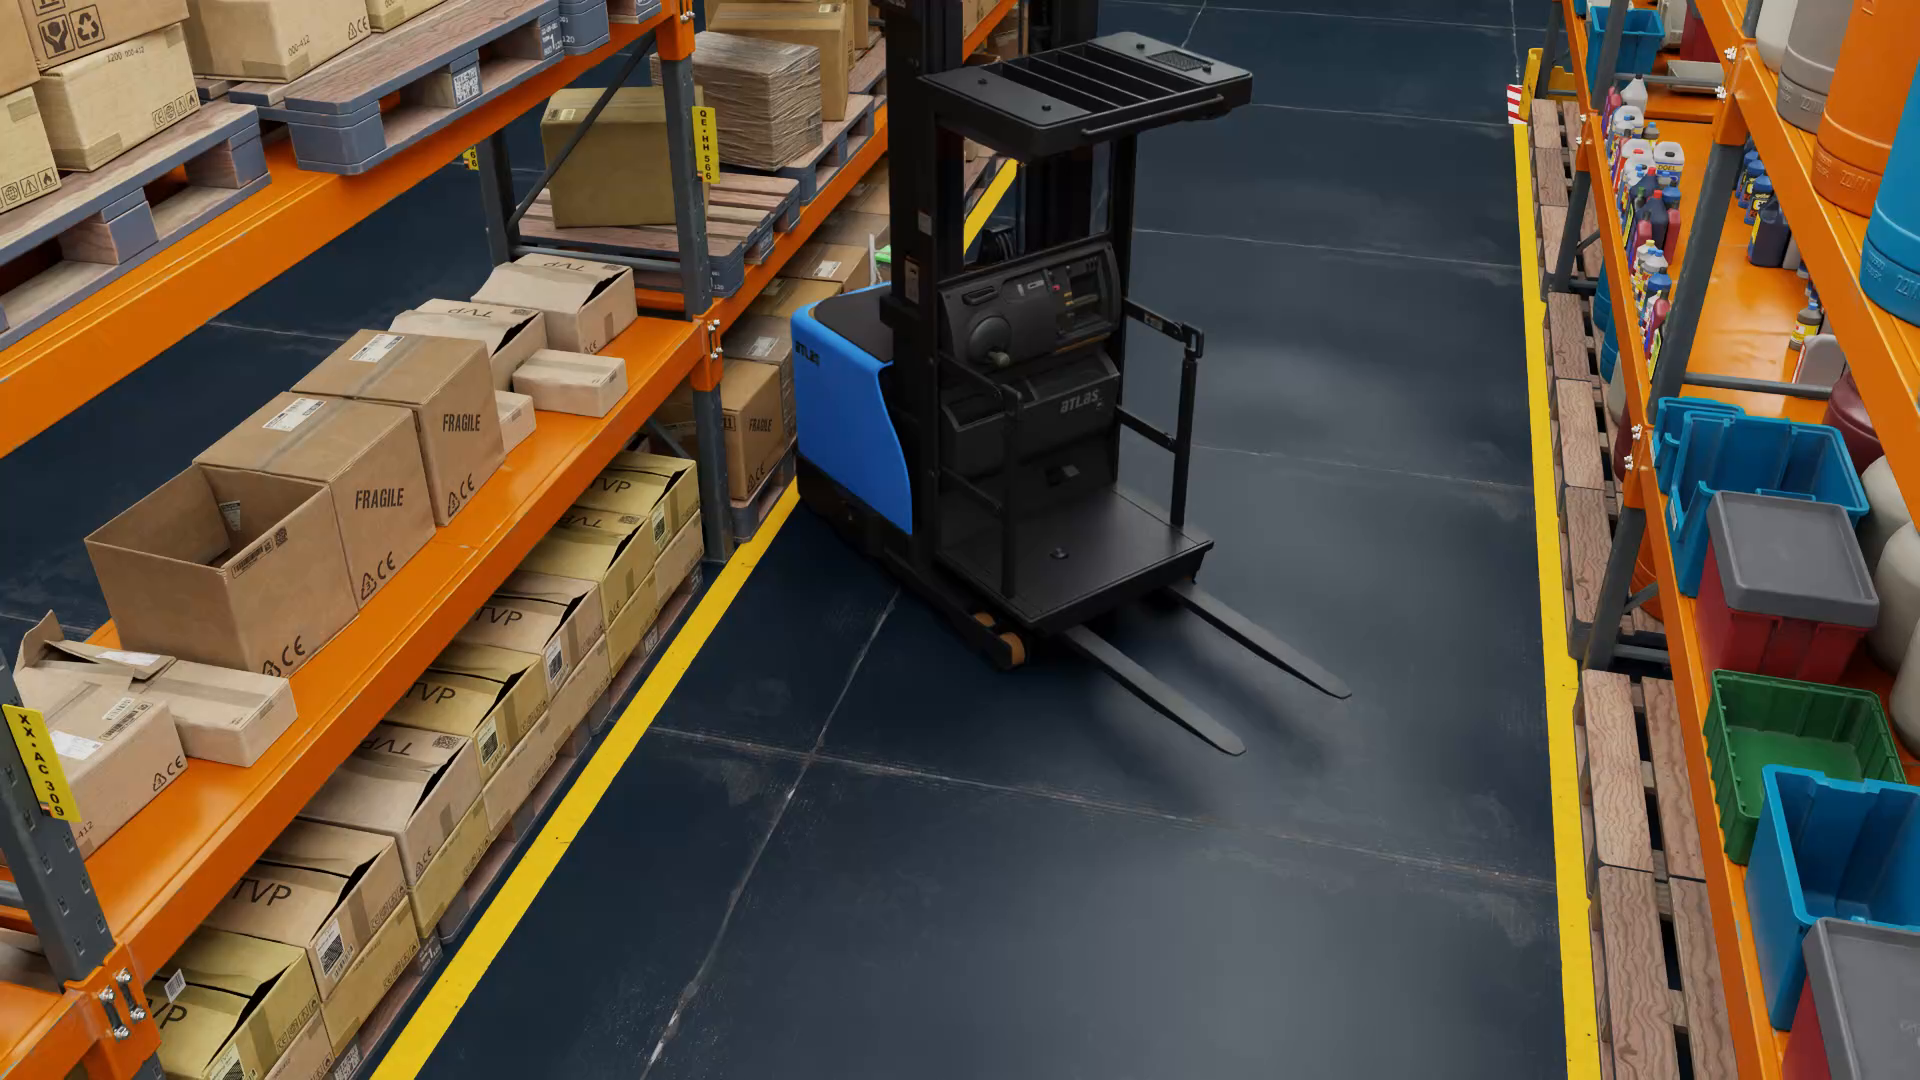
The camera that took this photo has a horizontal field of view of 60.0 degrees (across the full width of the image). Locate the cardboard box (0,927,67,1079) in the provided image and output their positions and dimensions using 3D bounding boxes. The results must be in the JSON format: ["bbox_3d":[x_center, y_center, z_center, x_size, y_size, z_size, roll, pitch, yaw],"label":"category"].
[{"bbox_3d":[-2.793,1.331,5.009,0.500,0.311,0.500,8,33,12],"label":"cardboard box"}]

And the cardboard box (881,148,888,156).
[{"bbox_3d":[-0.718,-2.783,11.751,0.500,0.500,0.500,8,33,12],"label":"cardboard box"}]

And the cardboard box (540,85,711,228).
[{"bbox_3d":[-1.552,-1.804,7.807,0.700,0.500,0.500,-3,33,-4],"label":"cardboard box"}]

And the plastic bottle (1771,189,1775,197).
[{"bbox_3d":[4.101,-1.699,8.242,0.152,0.276,0.135,8,33,12],"label":"plastic bottle"}]

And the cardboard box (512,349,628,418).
[{"bbox_3d":[-1.564,-0.632,6.682,0.380,0.149,0.250,8,33,12],"label":"cardboard box"}]

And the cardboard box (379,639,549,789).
[{"bbox_3d":[-1.883,0.602,6.156,0.500,0.311,0.500,9,34,14],"label":"cardboard box"}]

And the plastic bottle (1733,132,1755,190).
[{"bbox_3d":[4.099,-2.023,8.682,0.144,0.351,0.185,8,33,12],"label":"plastic bottle"}]

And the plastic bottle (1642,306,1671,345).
[{"bbox_3d":[2.983,-0.927,7.097,0.097,0.201,0.097,0,32,0],"label":"plastic bottle"}]

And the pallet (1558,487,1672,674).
[{"bbox_3d":[3.347,0.196,7.745,1.003,0.211,1.213,8,33,12],"label":"pallet"}]

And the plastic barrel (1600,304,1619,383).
[{"bbox_3d":[3.868,-1.286,9.041,0.600,0.901,0.708,8,33,12],"label":"plastic barrel"}]

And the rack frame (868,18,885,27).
[{"bbox_3d":[-0.588,-3.318,10.673,1.000,3.000,0.127,8,33,12],"label":"rack frame"}]

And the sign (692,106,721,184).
[{"bbox_3d":[-1.065,-1.657,6.981,0.100,0.325,0.005,8,33,12],"label":"sign"}]

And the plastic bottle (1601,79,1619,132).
[{"bbox_3d":[3.697,-2.460,9.432,0.061,0.283,0.133,8,33,12],"label":"plastic bottle"}]

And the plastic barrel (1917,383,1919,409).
[{"bbox_3d":[2.257,-0.600,3.135,0.600,0.901,0.600,0,32,0],"label":"plastic barrel"}]

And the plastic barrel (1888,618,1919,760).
[{"bbox_3d":[2.923,0.381,4.728,0.433,0.535,0.433,0,32,0],"label":"plastic barrel"}]

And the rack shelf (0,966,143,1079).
[{"bbox_3d":[-3.126,2.175,2.703,1.077,0.370,4.000,8,33,12],"label":"rack shelf"}]

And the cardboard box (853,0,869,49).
[{"bbox_3d":[-0.924,-3.322,10.195,0.700,0.500,0.500,-3,33,-4],"label":"cardboard box"}]

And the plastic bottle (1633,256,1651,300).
[{"bbox_3d":[3.106,-1.180,7.495,0.097,0.201,0.097,0,32,0],"label":"plastic bottle"}]

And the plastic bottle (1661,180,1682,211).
[{"bbox_3d":[3.457,-1.621,8.124,0.097,0.271,0.097,0,32,0],"label":"plastic bottle"}]

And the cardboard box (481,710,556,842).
[{"bbox_3d":[-1.886,0.843,6.299,0.500,0.250,0.500,9,33,13],"label":"cardboard box"}]

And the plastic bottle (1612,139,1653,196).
[{"bbox_3d":[3.481,-1.920,8.590,0.152,0.276,0.135,8,33,12],"label":"plastic bottle"}]

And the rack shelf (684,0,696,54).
[{"bbox_3d":[-1.095,-3.242,8.429,1.077,0.370,4.000,8,33,12],"label":"rack shelf"}]

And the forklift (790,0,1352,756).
[{"bbox_3d":[0.447,-0.963,7.033,1.130,2.935,3.031,-22,38,-30],"label":"forklift"}]

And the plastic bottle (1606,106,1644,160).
[{"bbox_3d":[3.624,-2.211,9.047,0.152,0.276,0.135,8,33,12],"label":"plastic bottle"}]

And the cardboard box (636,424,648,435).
[{"bbox_3d":[-1.593,-0.890,8.774,0.500,0.500,0.500,9,34,14],"label":"cardboard box"}]

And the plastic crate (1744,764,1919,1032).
[{"bbox_3d":[2.151,0.902,4.050,0.392,0.384,0.575,8,33,12],"label":"plastic crate"}]

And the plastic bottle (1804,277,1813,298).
[{"bbox_3d":[3.900,-1.228,7.506,0.097,0.271,0.097,0,32,0],"label":"plastic bottle"}]

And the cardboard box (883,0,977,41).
[{"bbox_3d":[-0.195,-3.587,11.004,0.500,0.500,0.500,9,34,14],"label":"cardboard box"}]

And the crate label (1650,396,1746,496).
[{"bbox_3d":[2.718,-0.328,6.125,0.303,0.233,0.416,8,33,12],"label":"crate label"}]

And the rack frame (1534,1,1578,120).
[{"bbox_3d":[5.217,-4.717,12.874,1.000,3.000,0.127,8,33,12],"label":"rack frame"}]

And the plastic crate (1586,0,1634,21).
[{"bbox_3d":[4.354,-3.500,11.150,0.293,0.136,0.466,8,33,12],"label":"plastic crate"}]

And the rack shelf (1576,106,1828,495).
[{"bbox_3d":[3.695,-1.300,8.170,1.077,0.370,4.000,8,33,12],"label":"rack shelf"}]

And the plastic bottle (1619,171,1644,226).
[{"bbox_3d":[3.342,-1.691,8.234,0.097,0.271,0.097,0,32,0],"label":"plastic bottle"}]

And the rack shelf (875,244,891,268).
[{"bbox_3d":[-0.236,-1.484,8.691,0.258,0.148,0.480,16,36,23],"label":"rack shelf"}]

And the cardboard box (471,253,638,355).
[{"bbox_3d":[-1.738,-1.022,7.144,0.500,0.311,0.500,10,34,15],"label":"cardboard box"}]

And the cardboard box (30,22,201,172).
[{"bbox_3d":[-2.316,-1.150,4.215,0.500,0.250,0.500,5,33,8],"label":"cardboard box"}]

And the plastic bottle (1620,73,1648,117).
[{"bbox_3d":[3.789,-2.461,9.371,0.144,0.351,0.185,8,33,12],"label":"plastic bottle"}]

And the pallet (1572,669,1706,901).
[{"bbox_3d":[2.953,1.008,6.468,1.003,0.211,1.213,8,33,12],"label":"pallet"}]

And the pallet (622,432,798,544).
[{"bbox_3d":[-1.377,-0.448,8.757,1.003,0.211,1.213,8,33,12],"label":"pallet"}]

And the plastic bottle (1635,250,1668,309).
[{"bbox_3d":[3.082,-1.159,7.397,0.097,0.271,0.097,0,32,0],"label":"plastic bottle"}]

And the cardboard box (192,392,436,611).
[{"bbox_3d":[-2.147,-0.138,5.578,0.500,0.500,0.500,8,33,12],"label":"cardboard box"}]

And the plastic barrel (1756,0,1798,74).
[{"bbox_3d":[2.812,-1.759,5.321,0.421,0.512,0.421,0,32,0],"label":"plastic barrel"}]

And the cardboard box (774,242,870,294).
[{"bbox_3d":[-0.824,-1.374,9.535,0.500,0.500,0.500,7,33,11],"label":"cardboard box"}]

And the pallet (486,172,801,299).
[{"bbox_3d":[-1.499,-1.522,8.028,1.213,0.211,1.003,8,33,12],"label":"pallet"}]

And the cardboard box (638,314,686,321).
[{"bbox_3d":[-1.582,-1.236,8.620,0.500,0.250,0.500,9,34,14],"label":"cardboard box"}]

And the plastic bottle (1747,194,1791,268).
[{"bbox_3d":[3.825,-1.478,7.825,0.144,0.351,0.185,8,33,12],"label":"plastic bottle"}]

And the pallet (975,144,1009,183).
[{"bbox_3d":[-0.105,-3.132,12.981,1.003,0.211,1.213,8,33,12],"label":"pallet"}]

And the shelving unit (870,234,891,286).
[{"bbox_3d":[-0.236,-1.133,8.914,0.258,1.200,0.503,16,36,23],"label":"shelving unit"}]
